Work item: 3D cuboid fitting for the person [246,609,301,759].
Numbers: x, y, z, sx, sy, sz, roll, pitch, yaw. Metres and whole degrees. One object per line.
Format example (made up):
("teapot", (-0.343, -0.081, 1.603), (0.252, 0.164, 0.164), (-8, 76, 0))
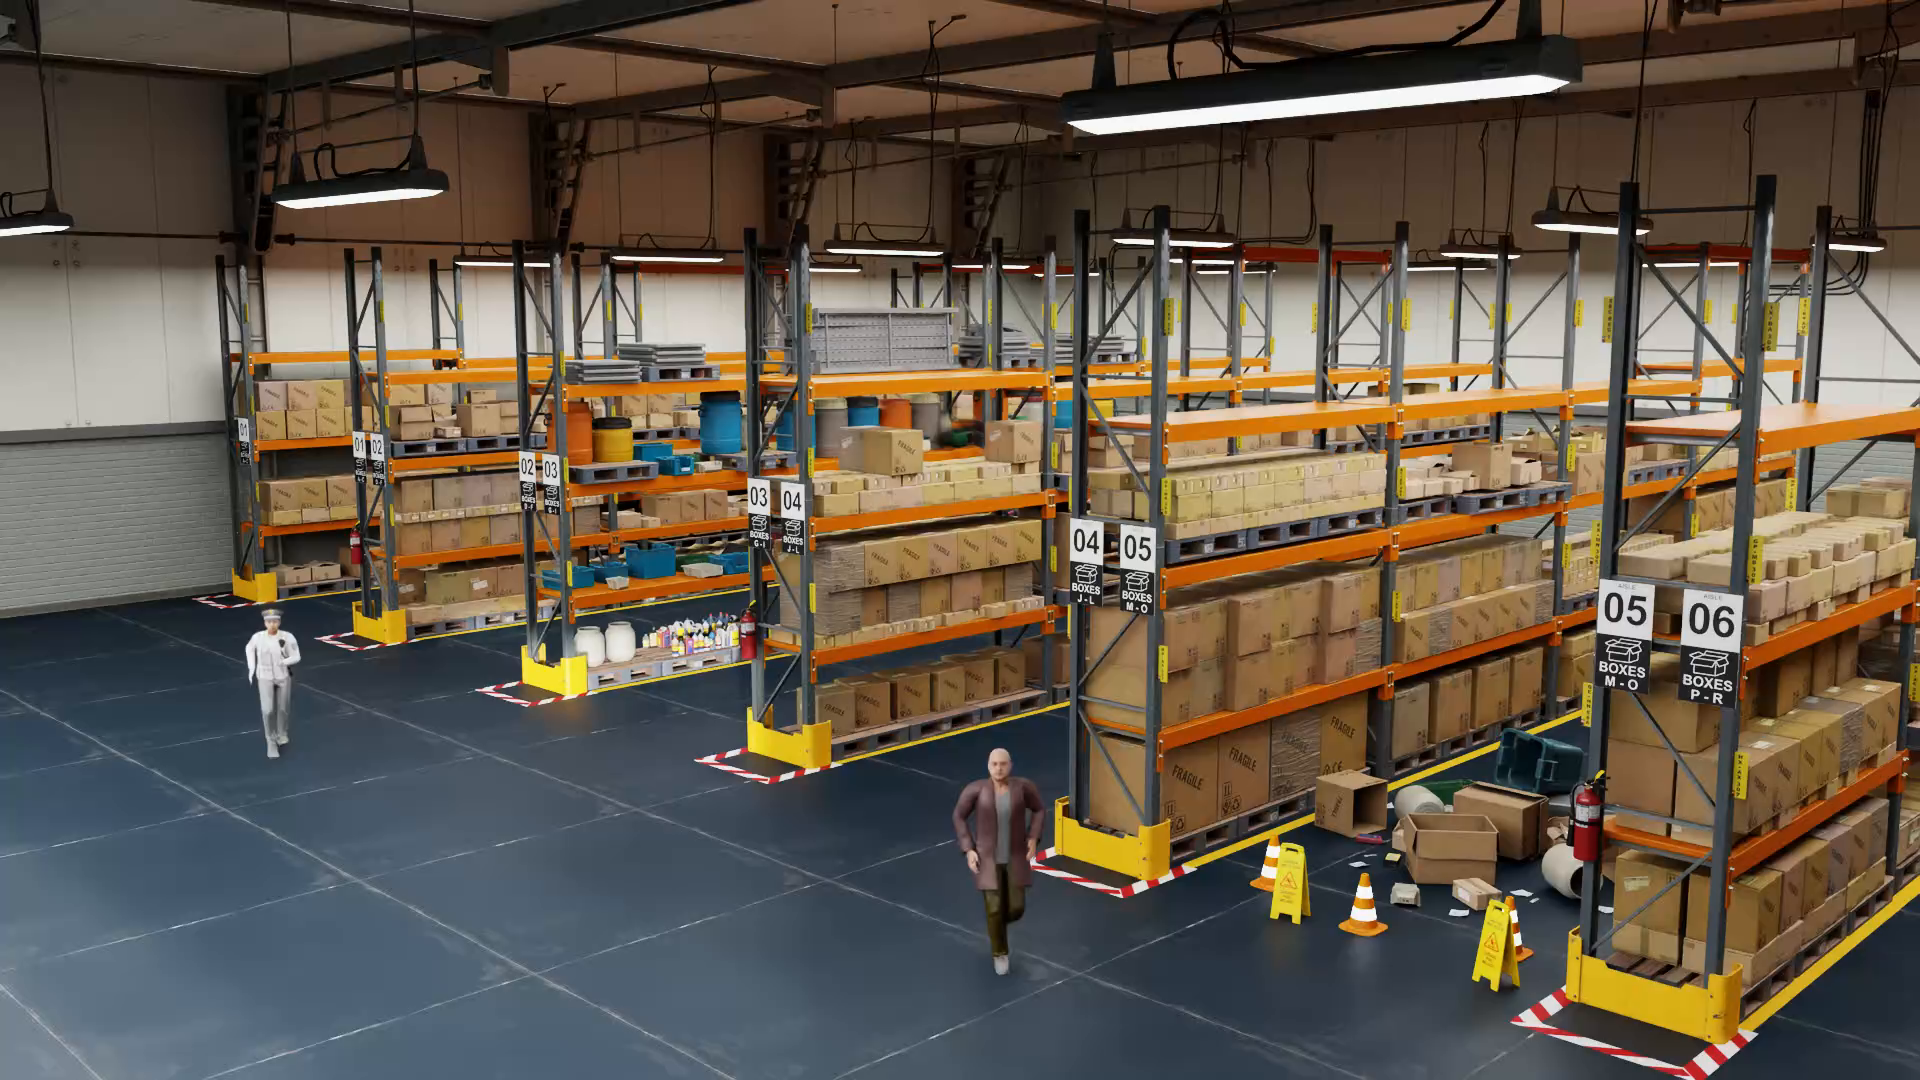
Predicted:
("person", (-7.885, 1.637, 19.141), (0.573, 1.733, 0.812), (-3, 9, -23))

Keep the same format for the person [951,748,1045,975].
("person", (0.314, 2.490, 13.049), (0.748, 1.738, 0.593), (-1, 8, -8))
